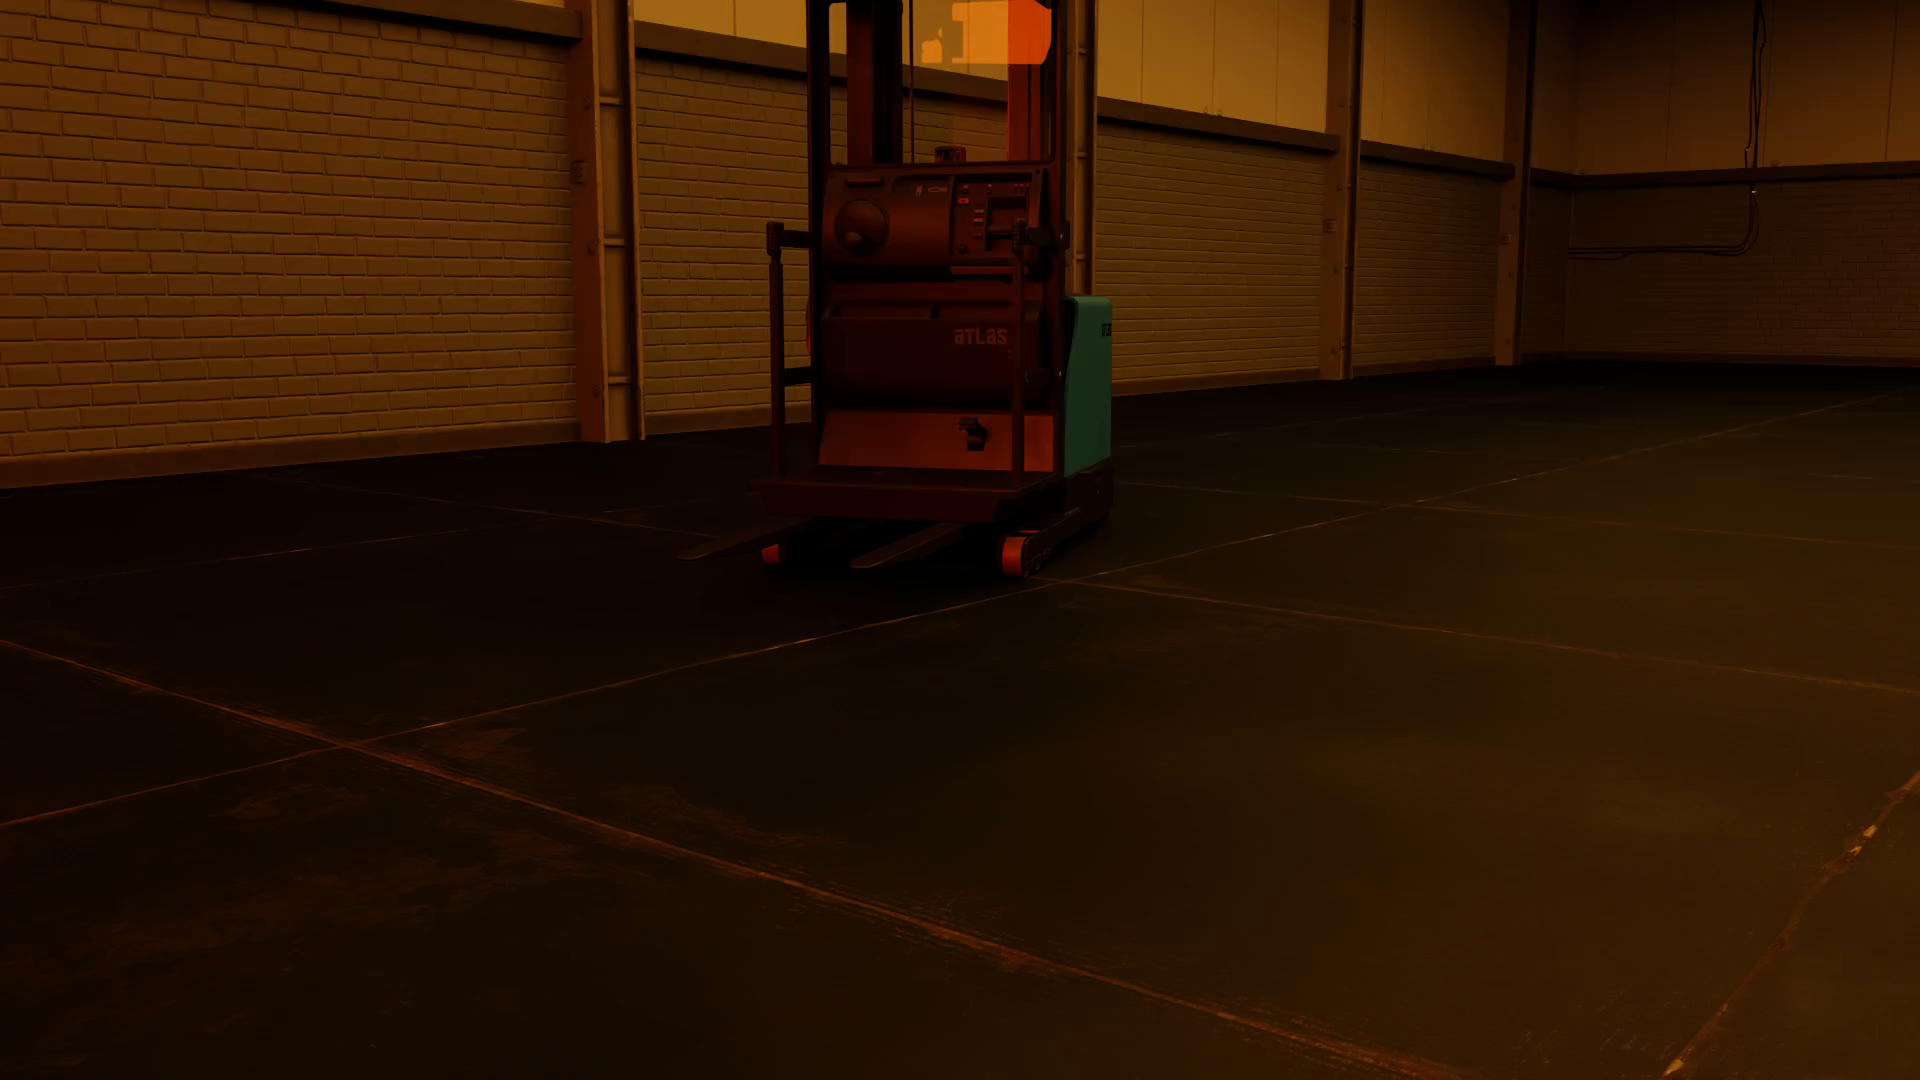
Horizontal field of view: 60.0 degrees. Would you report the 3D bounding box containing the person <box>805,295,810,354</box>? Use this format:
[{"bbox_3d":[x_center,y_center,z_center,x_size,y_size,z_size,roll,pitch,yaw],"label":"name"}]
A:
[{"bbox_3d":[-0.708,-1.241,10.316,0.520,1.597,0.475,-2,9,-12],"label":"person"}]

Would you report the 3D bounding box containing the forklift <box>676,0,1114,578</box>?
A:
[{"bbox_3d":[-0.176,-1.366,6.616,1.130,2.935,3.031,3,9,17],"label":"forklift"}]
